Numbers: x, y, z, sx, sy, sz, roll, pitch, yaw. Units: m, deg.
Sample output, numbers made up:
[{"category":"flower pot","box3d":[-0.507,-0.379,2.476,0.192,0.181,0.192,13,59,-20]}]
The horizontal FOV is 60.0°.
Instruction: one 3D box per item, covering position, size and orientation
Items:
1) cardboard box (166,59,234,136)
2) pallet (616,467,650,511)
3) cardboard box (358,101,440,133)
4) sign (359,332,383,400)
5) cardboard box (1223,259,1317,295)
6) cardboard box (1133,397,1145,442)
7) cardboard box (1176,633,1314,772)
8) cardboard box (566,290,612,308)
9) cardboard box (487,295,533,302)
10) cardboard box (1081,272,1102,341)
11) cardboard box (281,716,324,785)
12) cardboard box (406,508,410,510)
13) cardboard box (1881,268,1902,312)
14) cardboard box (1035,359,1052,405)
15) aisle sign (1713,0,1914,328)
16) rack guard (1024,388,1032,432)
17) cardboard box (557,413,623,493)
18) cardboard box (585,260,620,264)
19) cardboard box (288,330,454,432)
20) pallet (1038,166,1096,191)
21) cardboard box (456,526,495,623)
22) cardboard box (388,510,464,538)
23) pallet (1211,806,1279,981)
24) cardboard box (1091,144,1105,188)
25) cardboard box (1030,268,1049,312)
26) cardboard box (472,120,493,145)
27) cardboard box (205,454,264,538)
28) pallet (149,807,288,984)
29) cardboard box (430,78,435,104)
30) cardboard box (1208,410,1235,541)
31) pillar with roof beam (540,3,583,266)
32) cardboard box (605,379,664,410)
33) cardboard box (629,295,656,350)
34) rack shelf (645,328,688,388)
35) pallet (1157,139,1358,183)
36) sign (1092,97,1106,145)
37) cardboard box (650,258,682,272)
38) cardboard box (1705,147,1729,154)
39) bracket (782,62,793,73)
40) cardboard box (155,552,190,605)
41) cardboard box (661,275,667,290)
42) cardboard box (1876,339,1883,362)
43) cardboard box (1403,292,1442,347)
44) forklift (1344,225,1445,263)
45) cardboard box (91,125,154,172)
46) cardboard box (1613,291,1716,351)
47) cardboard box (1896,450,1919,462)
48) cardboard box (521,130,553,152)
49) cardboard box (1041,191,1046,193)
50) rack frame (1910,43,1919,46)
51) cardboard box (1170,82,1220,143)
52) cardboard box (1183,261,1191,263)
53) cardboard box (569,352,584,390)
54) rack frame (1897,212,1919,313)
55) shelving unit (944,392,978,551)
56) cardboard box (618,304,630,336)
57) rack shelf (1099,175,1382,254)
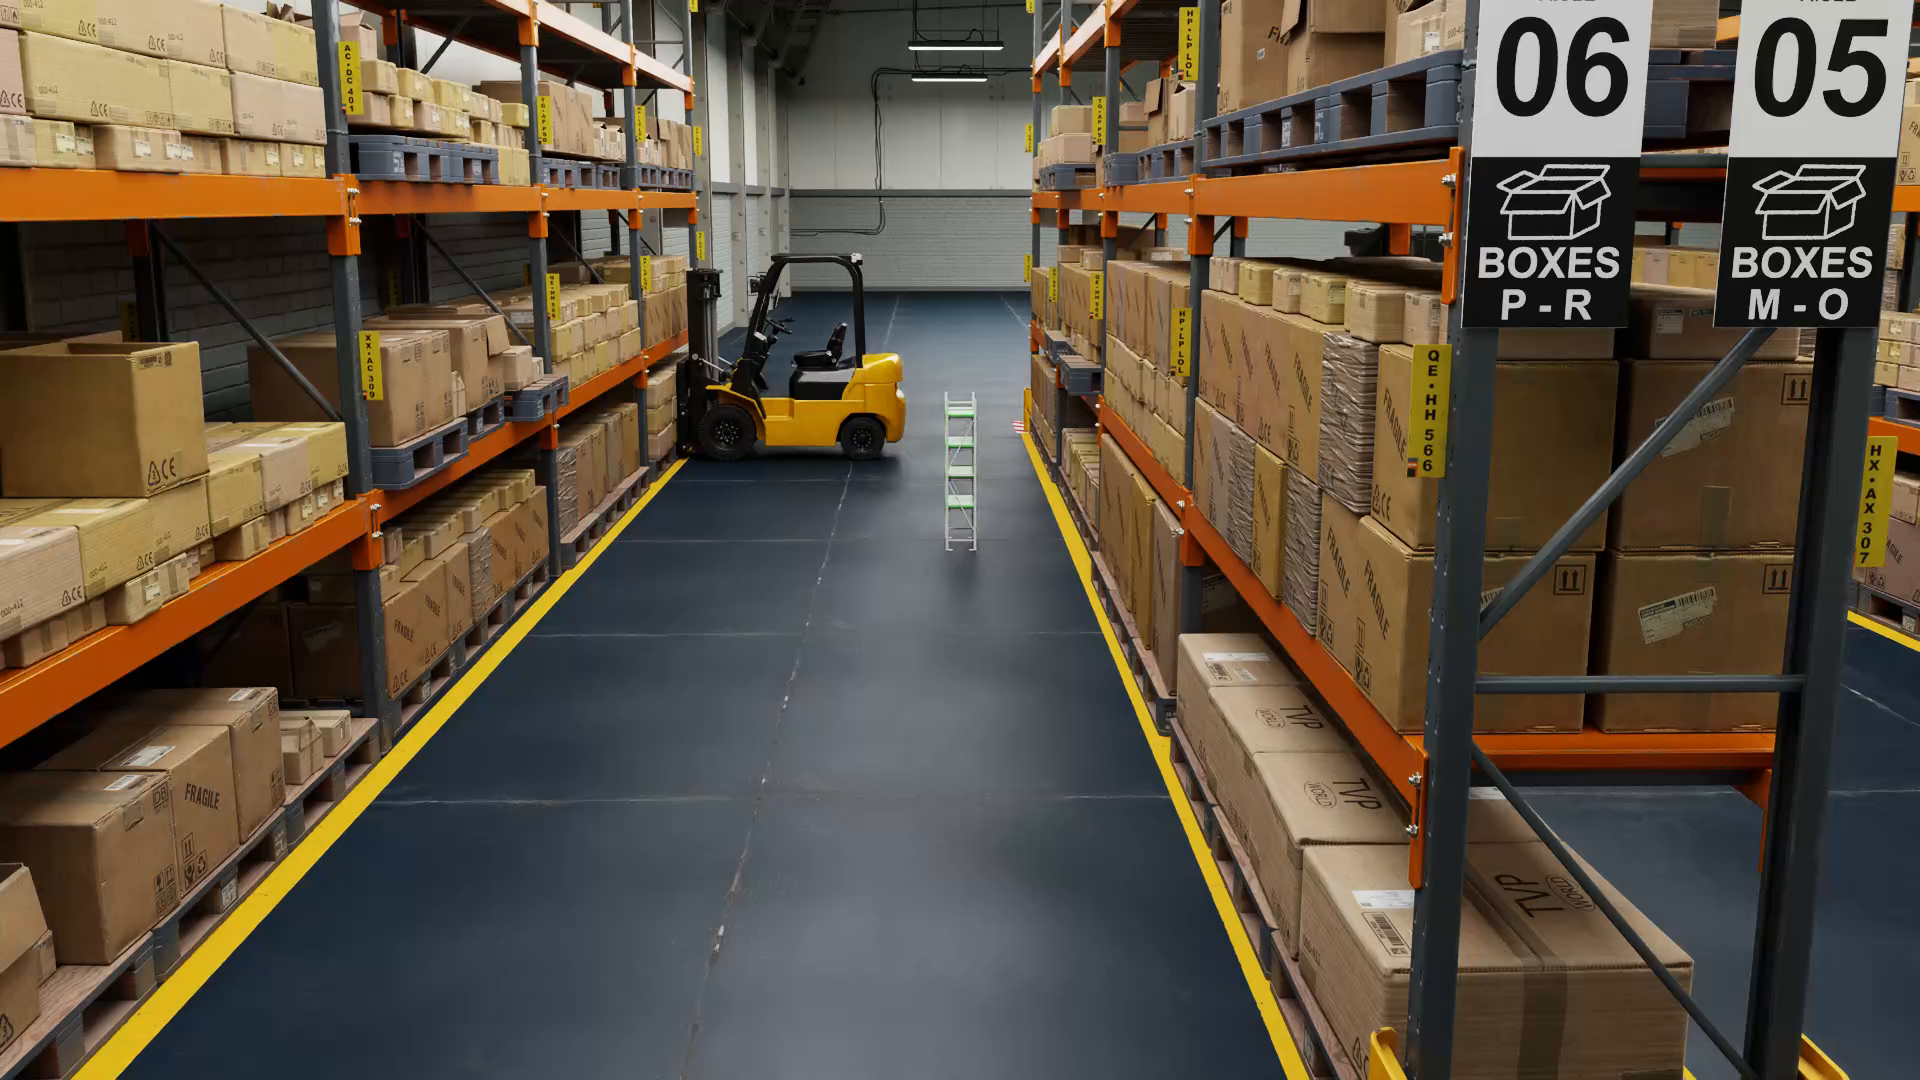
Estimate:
[{"category":"cardboard box","box3d":[-3.076,-1.645,6.210,0.500,0.250,0.500,0,11,0]},{"category":"pallet","box3d":[-3.468,-0.480,15.396,1.003,0.211,1.213,0,11,-1]},{"category":"cardboard box","box3d":[-2.959,-2.218,8.727,0.380,0.149,0.250,0,11,0]},{"category":"sign","box3d":[-2.814,-0.831,7.934,0.100,0.325,0.005,0,11,-1]},{"category":"cardboard box","box3d":[1.375,-1.166,7.366,0.380,0.149,0.250,0,11,0]},{"category":"cardboard box","box3d":[1.329,-0.743,10.055,0.500,0.250,0.500,0,11,-1]},{"category":"cardboard box","box3d":[1.512,0.751,7.701,0.875,0.438,0.875,0,11,-2]},{"category":"cardboard box","box3d":[-3.236,-2.089,14.429,0.380,0.149,0.250,-1,11,-3]},{"category":"cardboard box","box3d":[-3.699,-1.934,13.665,0.380,0.149,0.250,0,11,0]},{"category":"cardboard box","box3d":[1.215,-1.812,12.890,0.500,0.500,0.500,0,11,-2]},{"category":"cardboard box","box3d":[-3.044,0.912,7.342,0.396,0.266,0.258,0,11,1]},{"category":"cardboard box","box3d":[-3.709,-0.184,10.520,0.380,0.149,0.250,0,11,-2]},{"category":"cardboard box","box3d":[11.250,-2.936,19.485,0.875,0.500,0.500,0,11,-1]},{"category":"cardboard box","box3d":[1.115,-1.765,18.689,0.500,0.500,0.500,-1,11,-3]},{"category":"aisle sign","box3d":[1.980,-0.890,3.863,0.394,0.787,0.004,0,11,-1]},{"category":"rack guard","box3d":[1.360,-1.569,20.038,1.175,0.500,0.348,0,11,-1]},{"category":"cardboard box","box3d":[-3.491,-0.777,14.763,0.875,0.625,0.625,0,11,-2]},{"category":"cardboard box","box3d":[-3.799,-2.873,17.547,0.380,0.149,0.250,0,11,0]},{"category":"cardboard box","box3d":[-3.153,-0.858,8.936,0.700,0.500,0.500,0,11,-1]},{"category":"pallet","box3d":[1.347,-3.269,15.058,1.213,0.211,1.003,0,11,-1]},{"category":"cardboard box","box3d":[-3.173,0.211,10.206,0.500,0.500,0.500,-1,11,-3]},{"category":"cardboard box","box3d":[-3.222,-0.087,10.043,0.380,0.149,0.250,0,11,-1]},{"category":"pallet","box3d":[1.572,1.337,6.438,1.003,0.211,1.213,0,11,-1]},{"category":"cardboard box","box3d":[1.463,-3.043,13.210,0.797,0.503,0.637,0,11,-1]},{"category":"cardboard box","box3d":[1.091,-2.909,19.354,0.500,0.500,0.500,0,11,-2]},{"category":"cardboard box","box3d":[-3.177,-2.567,10.500,0.380,0.149,0.250,0,11,-1]},{"category":"cardboard box","box3d":[-3.080,-0.176,6.513,0.500,0.250,0.500,0,11,-2]},{"category":"pallet","box3d":[-3.315,1.343,6.407,1.003,0.211,1.213,0,11,-1]},{"category":"cardboard box","box3d":[-3.059,-2.417,8.959,0.380,0.149,0.250,0,11,0]},{"category":"cardboard box","box3d":[1.360,-0.279,7.137,0.500,0.500,0.500,0,11,-1]},{"category":"pillar with roof beam","box3d":[-0.187,-5.604,18.550,9.100,9.000,0.400,0,11,-1]},{"category":"cardboard box","box3d":[-3.218,-1.439,16.453,0.500,0.250,0.500,0,11,-2]},{"category":"cardboard box","box3d":[-3.270,-2.132,16.270,0.500,0.500,0.500,-1,11,-3]},{"category":"rack shelf","box3d":[-3.563,-2.038,17.871,1.077,0.370,4.000,0,11,-1]},{"category":"pallet","box3d":[1.538,-1.982,8.724,0.805,0.209,1.217,-1,11,-3]},{"category":"sign","box3d":[0.981,-2.941,11.666,0.100,0.325,0.005,0,11,-1]},{"category":"cardboard box","box3d":[-3.271,-3.029,18.313,0.380,0.149,0.250,0,11,0]},{"category":"cardboard box","box3d":[6.149,-3.147,12.901,0.500,0.311,0.500,0,11,-1]},{"category":"bracket","box3d":[-4.694,-12.721,44.575,0.076,0.066,4.783,0,11,-1]},{"category":"cardboard box","box3d":[-3.009,0.140,5.956,0.380,0.149,0.250,0,11,0]},{"category":"cardboard box","box3d":[-3.263,-2.679,17.338,0.380,0.149,0.250,-1,11,-3]},{"category":"cardboard box","box3d":[6.296,-1.284,11.173,0.380,0.149,0.250,-1,11,-3]},{"category":"cardboard box","box3d":[1.452,-0.607,4.608,0.380,0.149,0.250,0,11,0]},{"category":"forklift","box3d":[3.385,-1.198,12.091,1.130,2.935,3.031,0,11,1]},{"category":"cardboard box","box3d":[-2.982,-1.324,5.630,0.380,0.149,0.250,0,11,-1]},{"category":"cardboard box","box3d":[1.882,-0.609,4.621,0.380,0.149,0.250,0,11,0]},{"category":"cardboard box","box3d":[6.747,-0.473,11.692,0.500,0.250,0.500,-1,11,-2]},{"category":"cardboard box","box3d":[-3.143,-2.879,11.942,0.380,0.166,0.250,0,11,-1]},{"category":"cardboard box","box3d":[1.071,-3.832,17.993,0.380,0.149,0.250,0,11,-1]},{"category":"rack frame","box3d":[11.266,-5.790,19.468,1.000,3.000,0.127,0,11,-1]},{"category":"cardboard box","box3d":[1.378,-2.231,8.634,0.500,0.311,0.500,0,11,-1]},{"category":"cardboard box","box3d":[1.796,-1.657,11.414,0.500,0.500,0.500,-1,11,-3]},{"category":"cardboard box","box3d":[-3.209,-1.314,12.868,0.500,0.250,0.500,0,11,-2]},{"category":"rack frame","box3d":[6.470,-1.260,12.224,1.000,3.000,0.127,0,11,-1]},{"category":"shelving unit","box3d":[0.003,-0.555,13.278,0.258,1.200,0.503,0,11,-1]},{"category":"cardboard box","box3d":[-3.238,-1.966,14.825,0.500,0.250,0.500,-1,11,-3]},{"category":"rack shelf","box3d":[1.565,-1.939,9.839,1.077,0.370,4.000,0,11,-1]}]
